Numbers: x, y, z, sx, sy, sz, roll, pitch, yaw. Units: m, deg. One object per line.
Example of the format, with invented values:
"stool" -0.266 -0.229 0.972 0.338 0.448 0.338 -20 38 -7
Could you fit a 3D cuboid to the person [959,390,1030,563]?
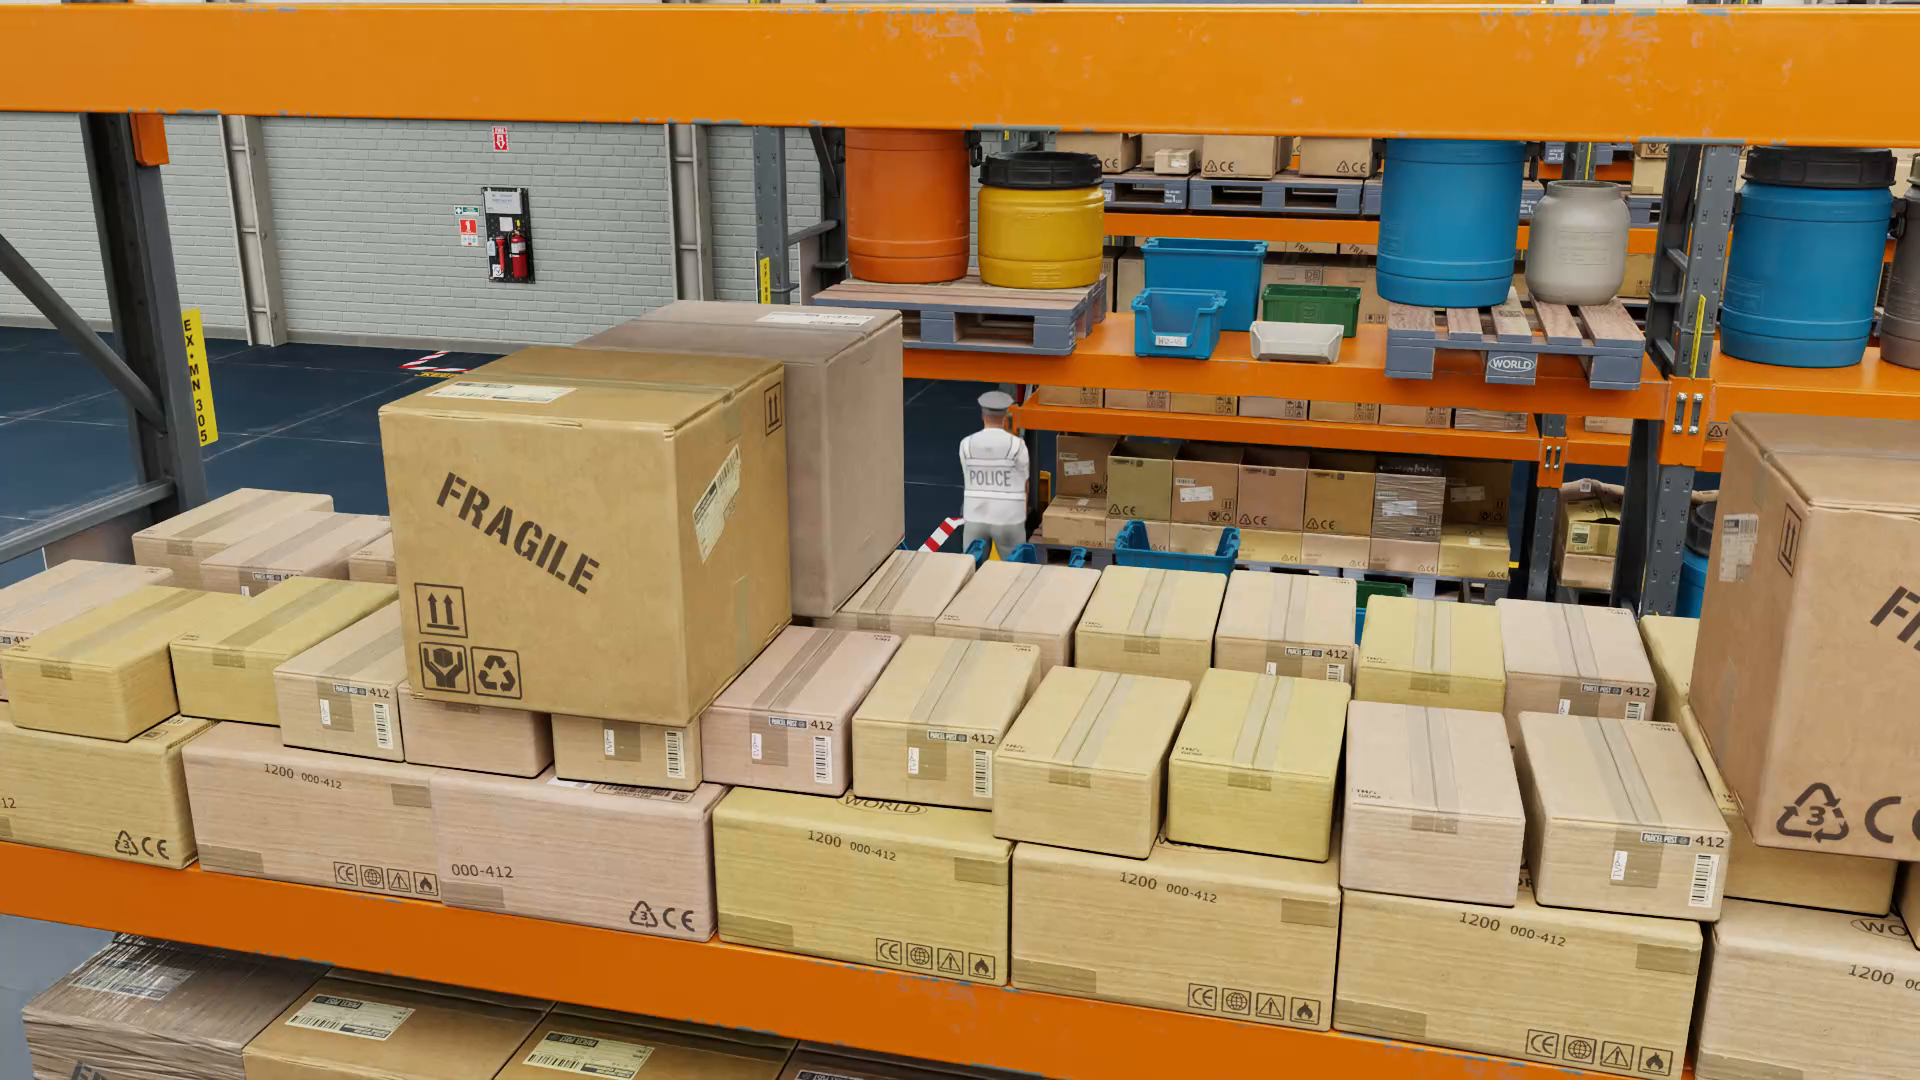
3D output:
"person" 0.241 -0.157 11.543 0.487 1.750 0.589 4 19 12
